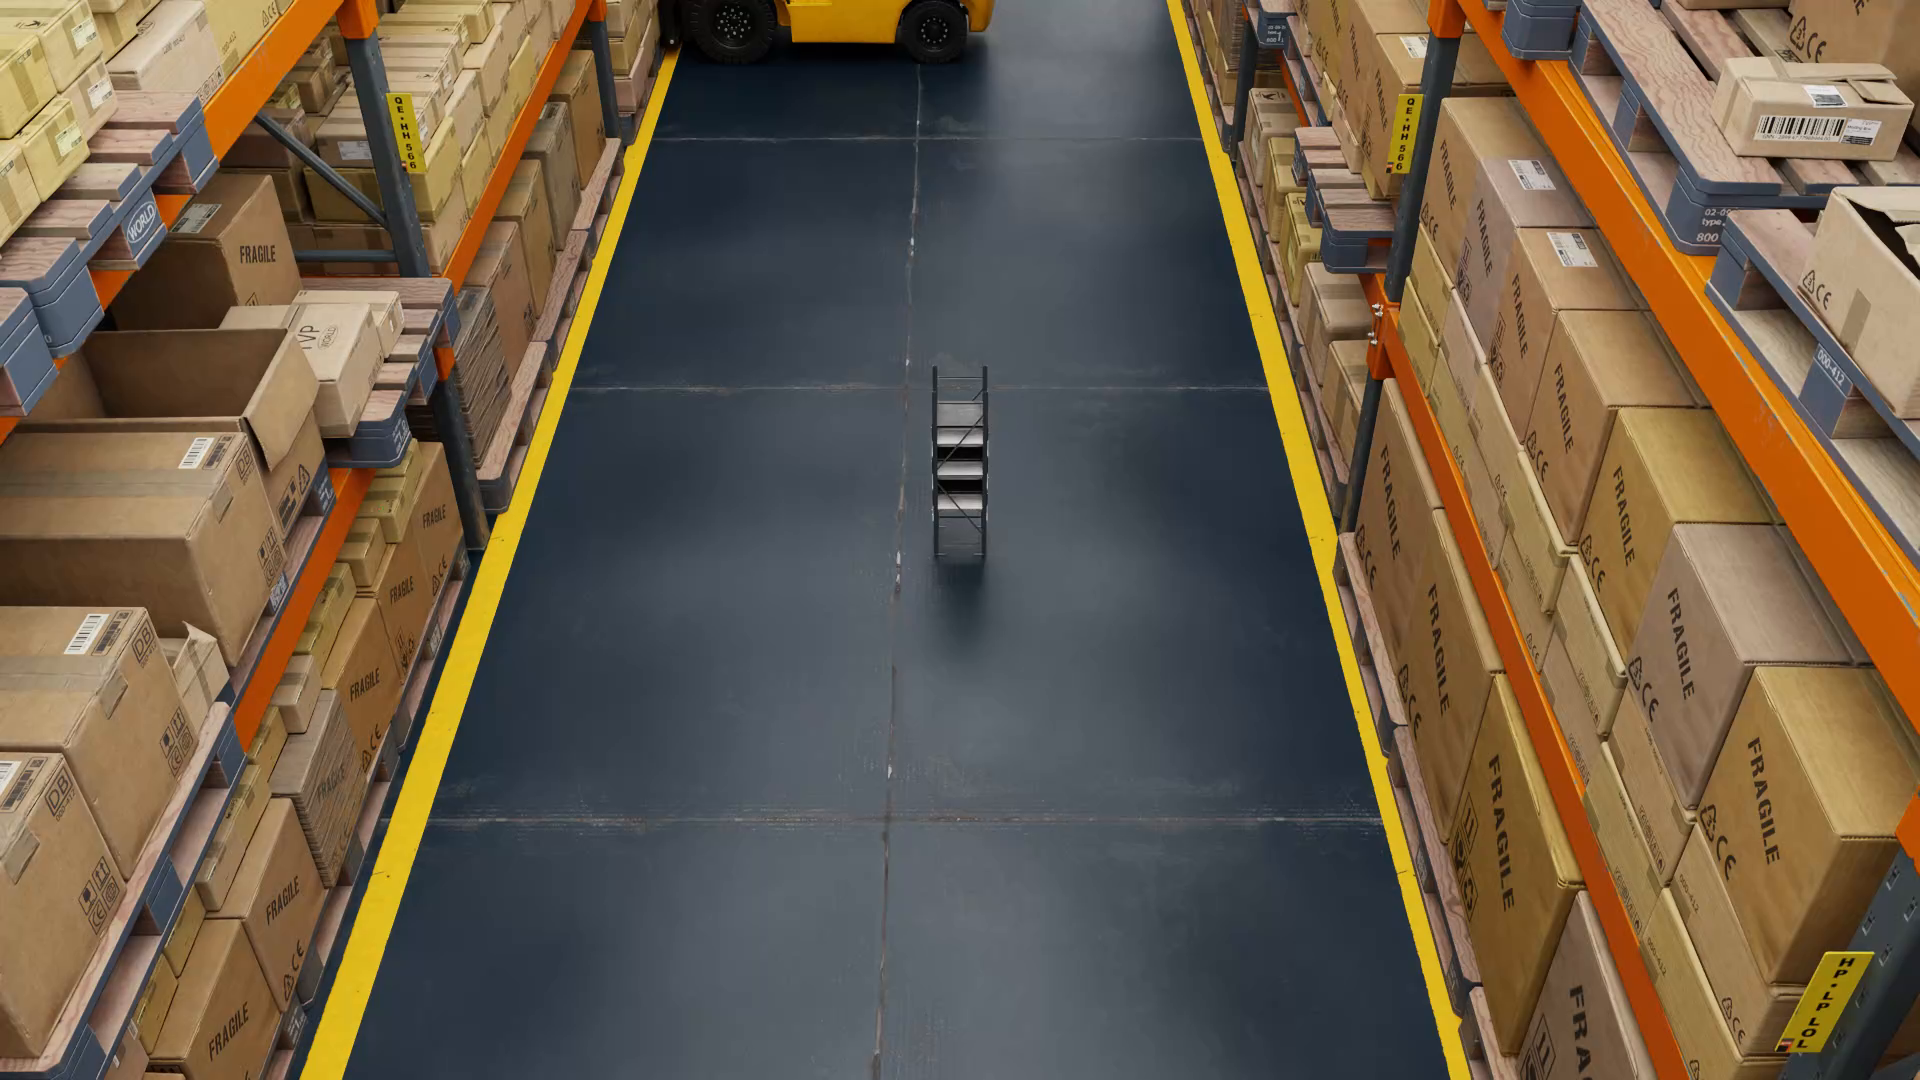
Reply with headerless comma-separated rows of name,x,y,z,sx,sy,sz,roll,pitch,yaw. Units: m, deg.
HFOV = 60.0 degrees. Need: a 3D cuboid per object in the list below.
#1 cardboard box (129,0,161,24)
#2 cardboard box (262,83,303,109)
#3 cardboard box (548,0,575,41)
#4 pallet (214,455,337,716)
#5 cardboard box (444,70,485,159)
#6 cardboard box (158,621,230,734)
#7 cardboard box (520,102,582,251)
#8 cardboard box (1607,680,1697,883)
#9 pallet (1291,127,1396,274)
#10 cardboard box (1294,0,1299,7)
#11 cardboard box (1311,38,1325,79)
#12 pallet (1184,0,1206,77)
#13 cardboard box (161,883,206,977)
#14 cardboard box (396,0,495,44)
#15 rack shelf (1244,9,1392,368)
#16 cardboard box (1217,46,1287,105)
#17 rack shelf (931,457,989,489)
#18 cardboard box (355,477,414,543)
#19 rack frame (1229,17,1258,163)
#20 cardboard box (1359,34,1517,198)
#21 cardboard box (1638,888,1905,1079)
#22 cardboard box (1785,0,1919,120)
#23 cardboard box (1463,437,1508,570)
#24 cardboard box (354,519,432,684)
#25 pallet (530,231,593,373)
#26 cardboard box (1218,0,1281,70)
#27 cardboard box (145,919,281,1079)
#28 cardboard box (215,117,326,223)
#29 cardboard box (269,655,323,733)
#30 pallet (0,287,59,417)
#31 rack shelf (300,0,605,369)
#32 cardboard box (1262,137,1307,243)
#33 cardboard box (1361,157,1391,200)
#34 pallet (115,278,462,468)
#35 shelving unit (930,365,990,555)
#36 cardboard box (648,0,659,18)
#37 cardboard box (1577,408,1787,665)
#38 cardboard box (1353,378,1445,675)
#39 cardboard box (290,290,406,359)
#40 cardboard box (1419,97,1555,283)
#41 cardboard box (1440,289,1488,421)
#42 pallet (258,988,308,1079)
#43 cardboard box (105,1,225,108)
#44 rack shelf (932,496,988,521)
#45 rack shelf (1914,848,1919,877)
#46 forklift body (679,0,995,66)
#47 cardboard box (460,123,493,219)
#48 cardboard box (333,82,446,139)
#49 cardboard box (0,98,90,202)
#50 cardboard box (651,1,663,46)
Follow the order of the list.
cardboard box,-2.503,-1.561,4.701,0.380,0.149,0.250,0,39,0
cardboard box,-3.009,-1.812,7.013,0.380,0.149,0.250,1,39,1
cardboard box,-2.431,-2.966,9.172,0.500,0.250,0.500,0,39,0
pallet,-2.687,0.138,5.332,1.003,0.211,1.213,0,39,0
cardboard box,-2.450,-1.880,7.417,0.500,0.250,0.500,1,39,1
cardboard box,-2.308,0.368,4.663,0.396,0.266,0.258,2,39,2
cardboard box,-2.694,-2.080,9.510,0.875,0.625,0.625,0,39,0
cardboard box,2.022,0.618,4.300,0.500,0.250,0.500,1,39,1
pallet,2.162,-1.529,7.413,1.213,0.211,1.003,0,39,0
cardboard box,1.967,-3.063,8.520,0.500,0.500,0.500,0,39,0
cardboard box,1.953,-2.398,8.209,0.380,0.149,0.250,-1,39,-1
pallet,2.224,-3.757,12.269,1.003,0.211,1.213,0,39,0
cardboard box,-2.527,1.178,5.026,0.380,0.149,0.250,-1,39,-1
cardboard box,-2.412,-2.451,7.812,0.380,0.149,0.250,1,39,1
rack shelf,2.267,-2.128,8.583,1.077,0.370,4.000,0,39,0
cardboard box,1.995,-3.120,11.108,0.500,0.250,0.500,2,39,2
rack shelf,0.000,-0.320,7.483,0.258,0.077,0.200,0,39,0
cardboard box,-2.409,-0.115,6.639,0.380,0.149,0.250,-2,39,-2
rack frame,2.265,-3.660,9.918,1.000,3.000,0.127,0,39,0
cardboard box,1.991,-1.761,6.896,0.500,0.500,0.500,-1,39,-1
cardboard box,2.021,1.121,4.072,0.500,0.250,0.500,-1,39,-1
cardboard box,2.561,-1.430,4.321,0.500,0.500,0.500,0,39,0
cardboard box,2.031,-0.145,5.652,0.500,0.250,0.500,1,39,1
cardboard box,-2.489,0.236,6.720,0.500,0.500,0.500,-1,39,-1
pallet,-2.655,-1.340,9.254,1.003,0.211,1.213,0,39,0
cardboard box,1.996,-3.413,10.874,0.500,0.500,0.500,-1,39,-1
cardboard box,-2.476,1.525,5.112,0.500,0.500,0.500,-1,39,-1
cardboard box,-2.973,-1.570,7.030,0.500,0.250,0.500,1,39,1
cardboard box,-2.467,0.544,5.817,0.380,0.149,0.250,-2,39,-2
pallet,-2.620,-0.156,3.298,1.213,0.211,1.003,0,39,0
rack shelf,-2.697,-2.123,8.575,1.077,0.370,4.000,0,39,0
cardboard box,2.272,-2.021,9.638,0.950,0.372,0.625,2,39,3
cardboard box,1.961,-1.597,7.209,0.380,0.149,0.250,1,39,1
pallet,-2.623,-0.654,6.321,1.213,0.211,1.003,0,39,0
shelving unit,0.000,-0.346,7.462,0.258,0.900,0.210,0,39,0
cardboard box,-2.382,-3.872,11.646,0.500,0.250,0.500,0,39,0
cardboard box,2.033,-0.006,4.479,0.500,0.500,0.500,1,39,1
cardboard box,2.187,-0.061,6.791,0.875,0.875,0.875,0,39,0
cardboard box,-2.310,-0.808,6.225,0.380,0.149,0.250,1,39,1
cardboard box,2.025,-1.279,6.068,0.500,0.500,0.500,-1,39,-2
cardboard box,2.023,-0.655,5.889,0.500,0.250,0.500,1,39,1
pallet,-2.728,1.928,5.175,1.003,0.211,1.213,0,39,0
cardboard box,-2.449,-1.317,4.715,0.500,0.250,0.500,0,39,0
rack shelf,0.000,-0.180,7.596,0.258,0.077,0.200,0,39,0
rack shelf,2.276,1.704,1.402,1.077,0.370,4.000,0,39,0
forklift body,-0.877,-4.640,11.820,2.313,2.155,1.214,0,39,0
cardboard box,-2.446,-1.686,7.575,0.500,0.250,0.500,-1,39,-1
cardboard box,-2.402,-1.811,7.013,0.380,0.149,0.250,1,39,1
cardboard box,-2.287,-0.911,3.875,0.380,0.149,0.250,1,39,1
cardboard box,-2.401,-3.686,11.814,0.500,0.250,0.500,1,39,1
